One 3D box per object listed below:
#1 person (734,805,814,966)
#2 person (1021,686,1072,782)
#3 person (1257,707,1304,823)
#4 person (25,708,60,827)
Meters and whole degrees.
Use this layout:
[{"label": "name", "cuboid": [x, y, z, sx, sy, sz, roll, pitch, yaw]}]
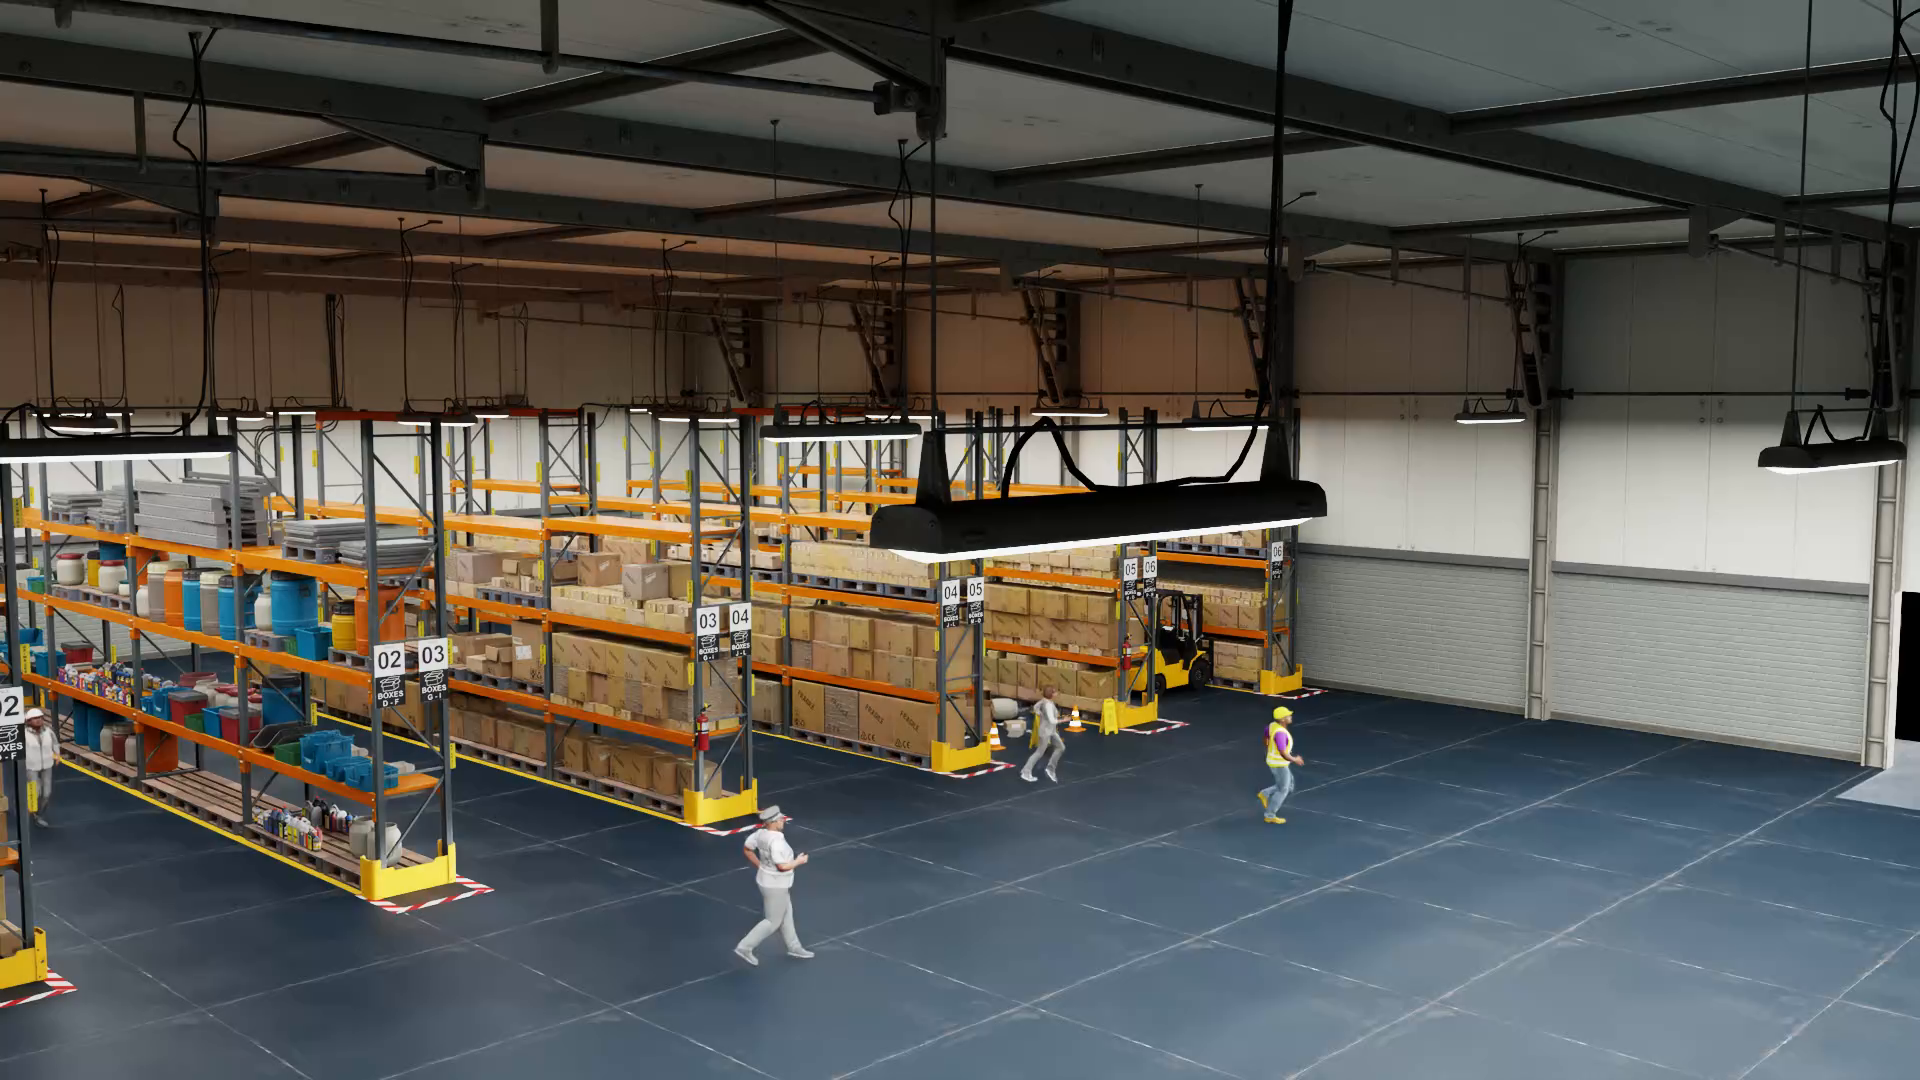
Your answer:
[{"label": "person", "cuboid": [-2.042, 3.805, 18.293, 0.966, 1.793, 0.659, -2, 6, -25]}, {"label": "person", "cuboid": [1.398, 3.145, 26.949, 0.814, 1.596, 0.549, 0, 5, 4]}, {"label": "person", "cuboid": [4.721, 3.304, 24.528, 0.651, 1.722, 0.719, 0, 5, 0]}, {"label": "person", "cuboid": [-13.465, 3.318, 24.285, 0.576, 1.743, 0.676, 4, 6, 36]}]
